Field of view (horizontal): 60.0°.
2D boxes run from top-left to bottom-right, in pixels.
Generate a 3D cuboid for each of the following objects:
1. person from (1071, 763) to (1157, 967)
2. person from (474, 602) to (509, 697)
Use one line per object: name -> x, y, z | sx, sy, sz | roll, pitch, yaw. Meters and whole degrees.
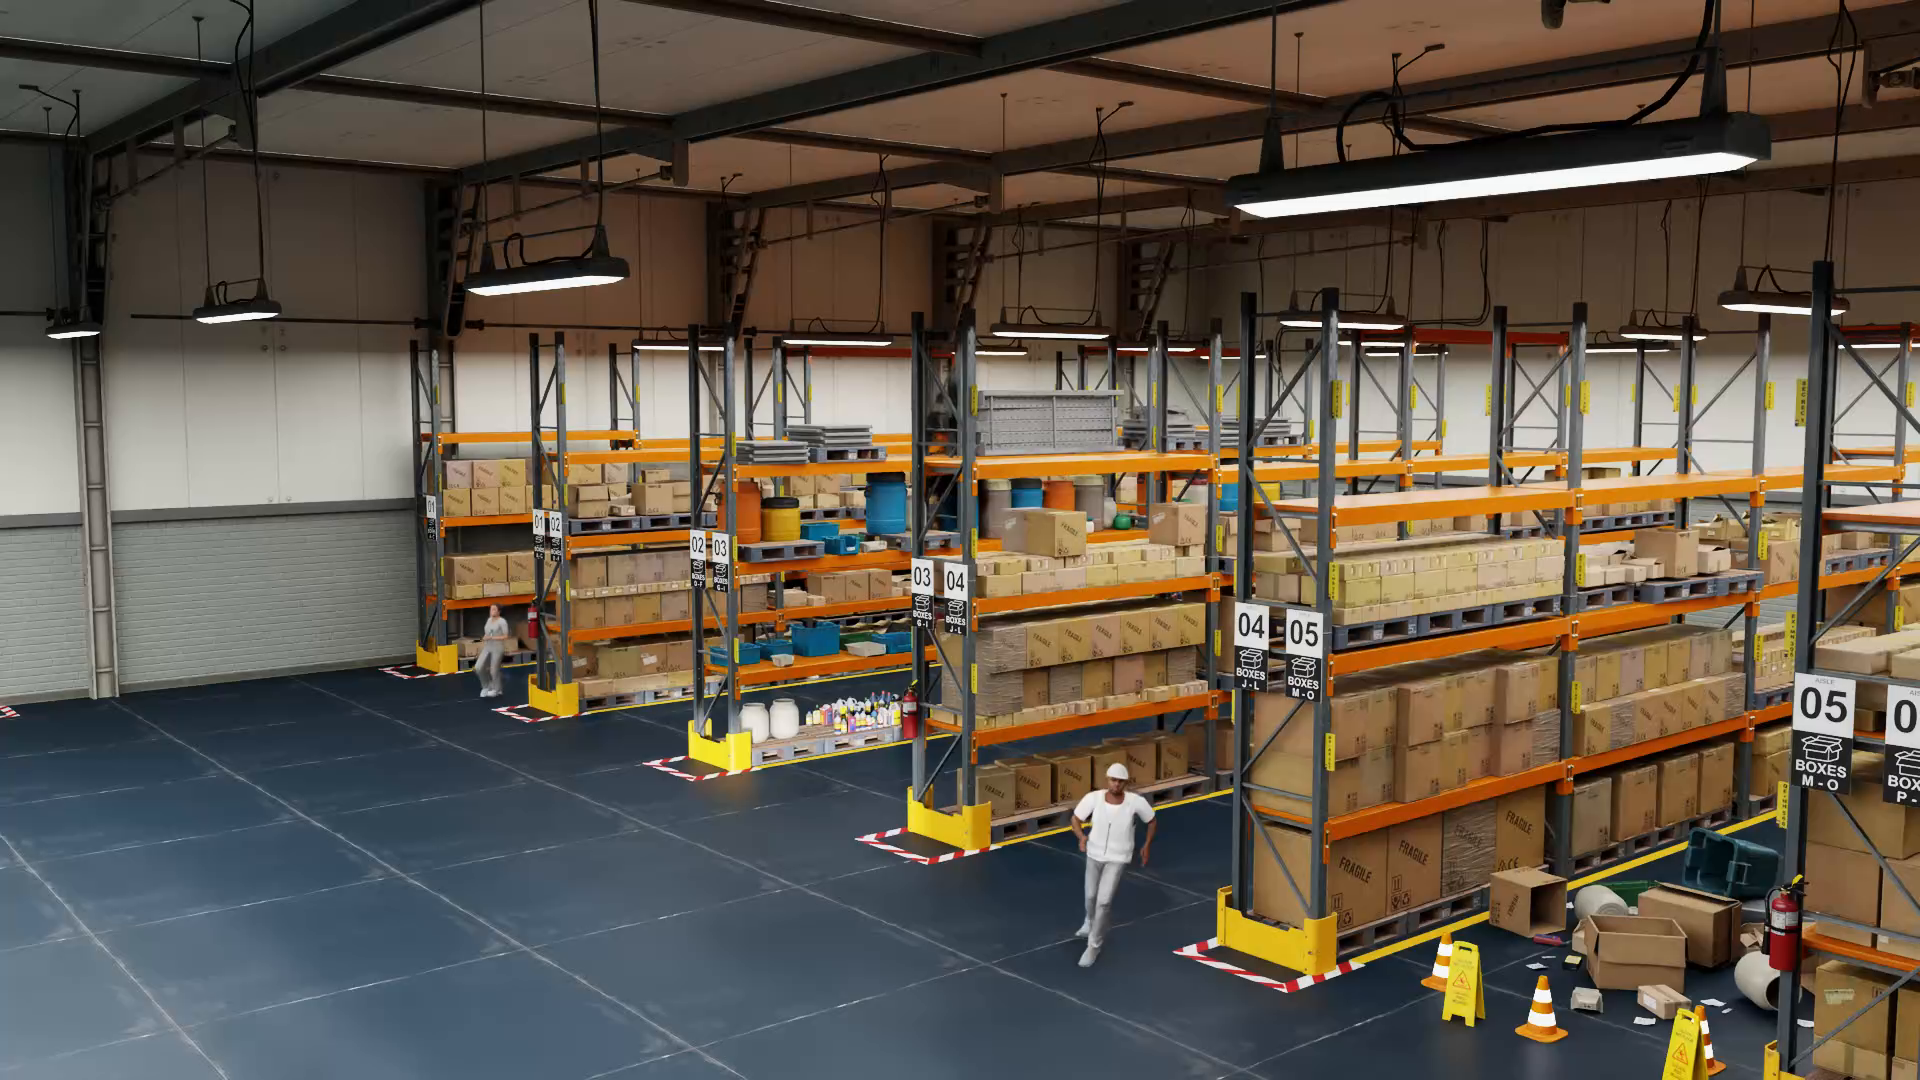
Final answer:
person -> 1.355, 2.903, 15.087 | 0.758, 1.785, 0.827 | 2, 6, 21
person -> -7.685, 1.813, 27.478 | 0.600, 1.617, 0.625 | 2, 6, 24
